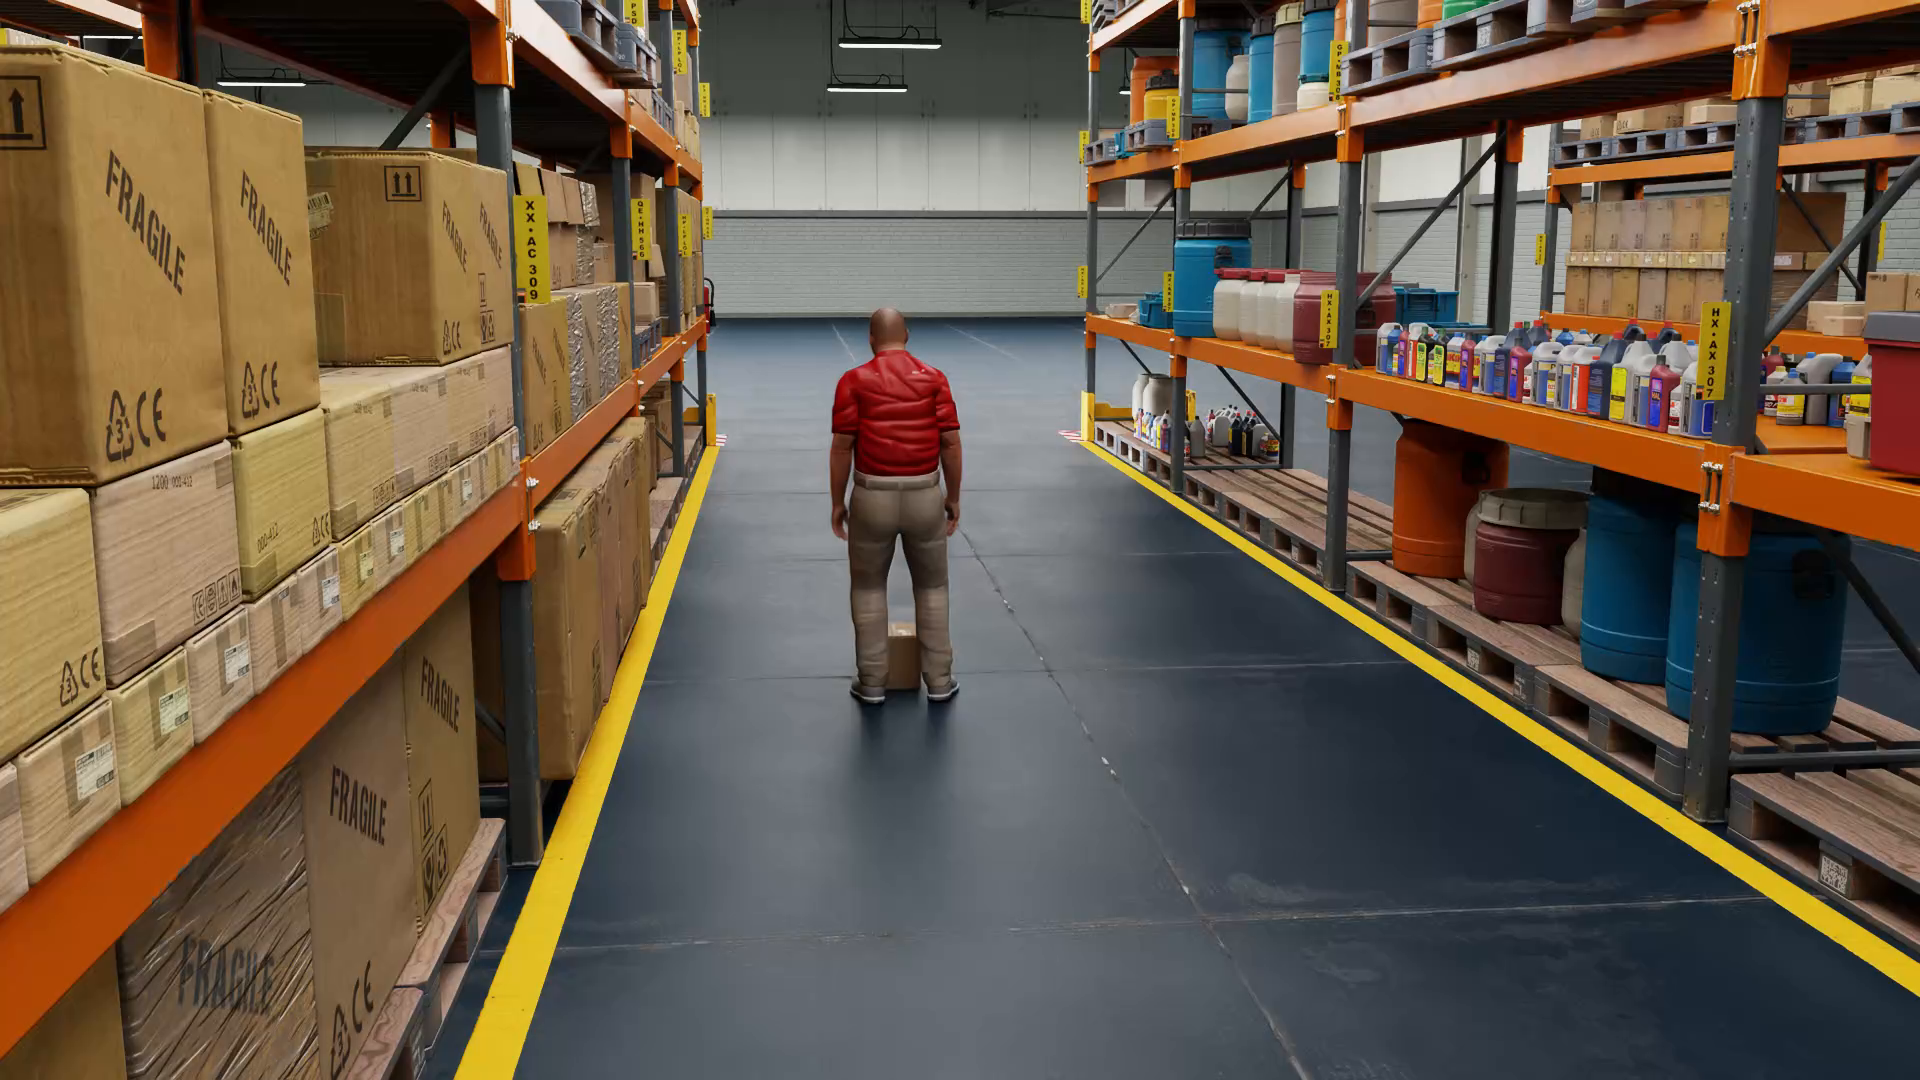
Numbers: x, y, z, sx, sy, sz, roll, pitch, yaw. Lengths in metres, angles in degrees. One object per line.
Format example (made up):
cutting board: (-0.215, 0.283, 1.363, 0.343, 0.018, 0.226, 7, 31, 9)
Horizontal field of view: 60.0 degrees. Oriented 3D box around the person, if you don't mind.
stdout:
person: (-0.280, -0.147, 7.284, 0.587, 1.725, 0.392, -1, 10, -8)
